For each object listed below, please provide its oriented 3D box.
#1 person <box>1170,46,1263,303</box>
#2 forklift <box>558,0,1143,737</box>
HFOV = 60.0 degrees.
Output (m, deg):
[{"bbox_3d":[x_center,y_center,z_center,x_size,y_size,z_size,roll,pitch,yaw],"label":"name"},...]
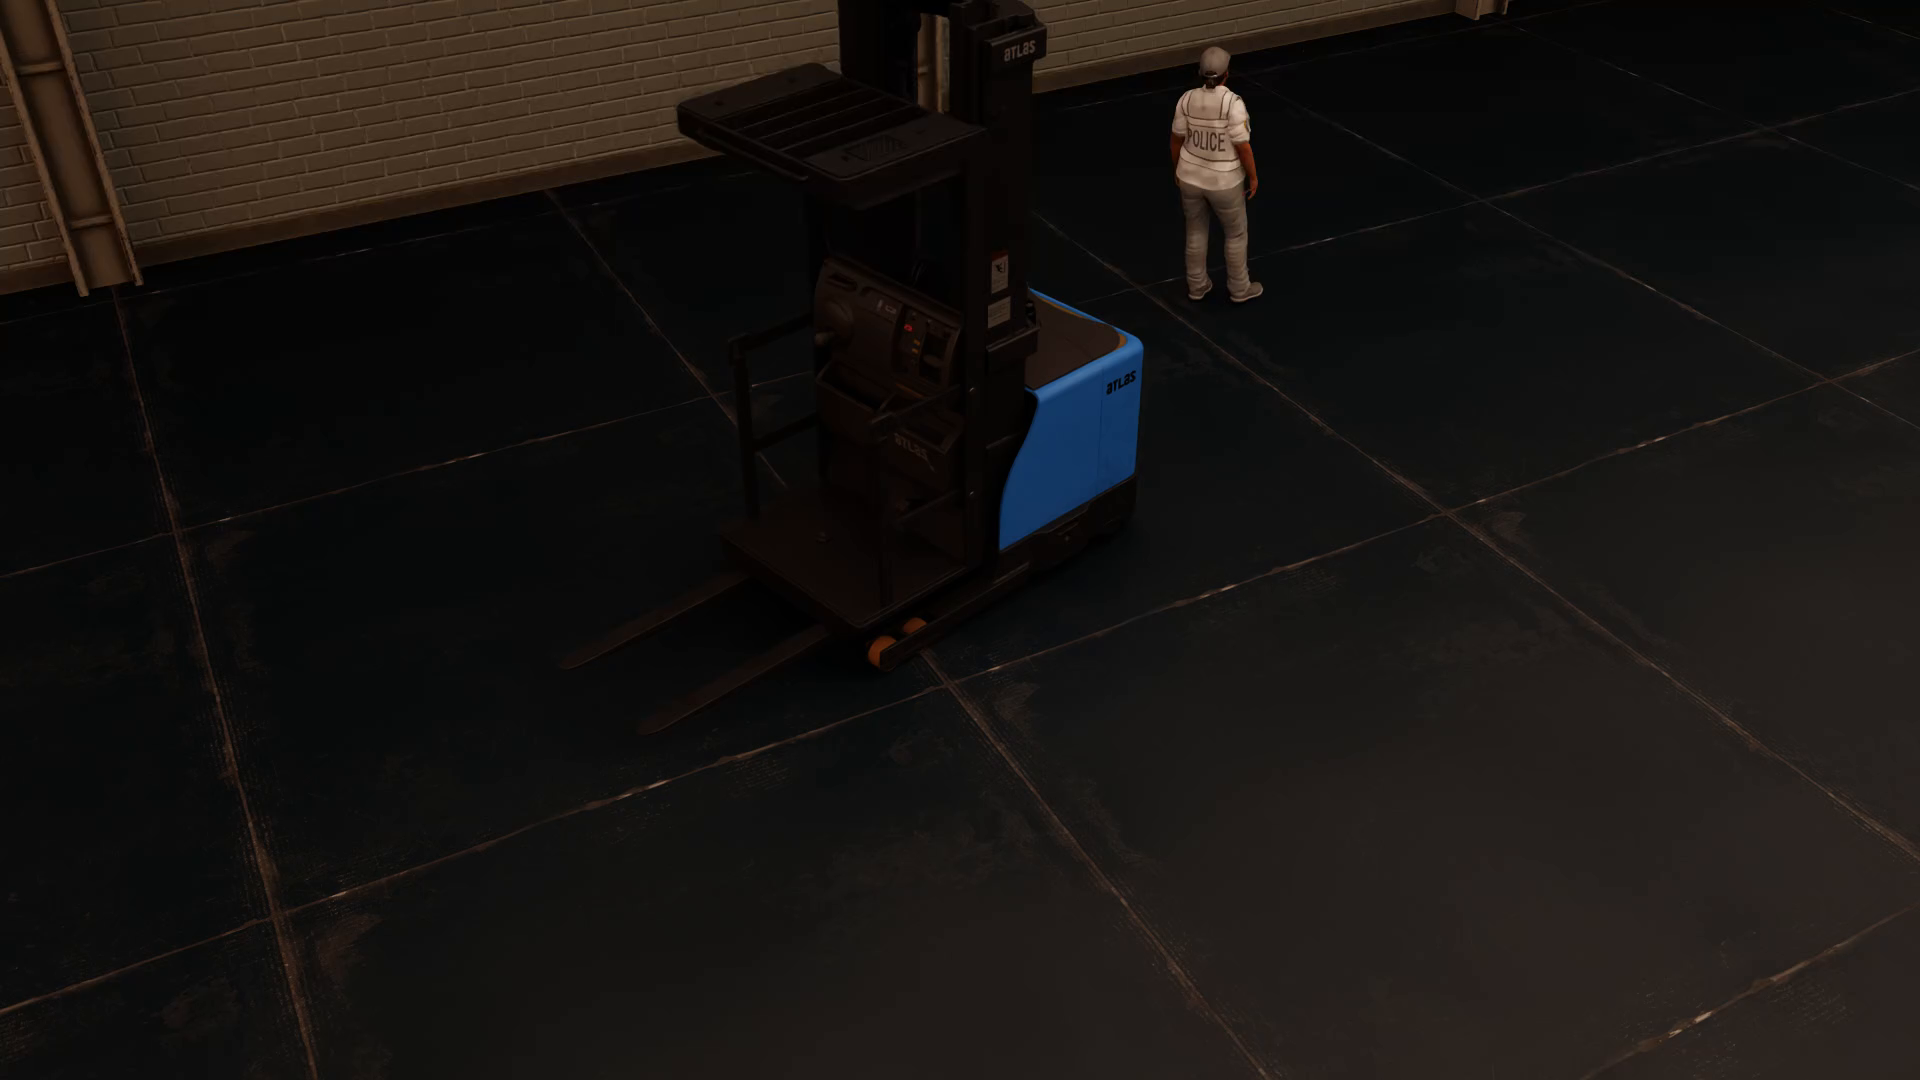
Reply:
[{"bbox_3d":[1.632,-2.292,10.449,0.597,1.669,0.528,20,40,25],"label":"person"},{"bbox_3d":[-0.489,-0.921,7.427,3.031,2.935,1.130,-29,44,-34],"label":"forklift"}]
